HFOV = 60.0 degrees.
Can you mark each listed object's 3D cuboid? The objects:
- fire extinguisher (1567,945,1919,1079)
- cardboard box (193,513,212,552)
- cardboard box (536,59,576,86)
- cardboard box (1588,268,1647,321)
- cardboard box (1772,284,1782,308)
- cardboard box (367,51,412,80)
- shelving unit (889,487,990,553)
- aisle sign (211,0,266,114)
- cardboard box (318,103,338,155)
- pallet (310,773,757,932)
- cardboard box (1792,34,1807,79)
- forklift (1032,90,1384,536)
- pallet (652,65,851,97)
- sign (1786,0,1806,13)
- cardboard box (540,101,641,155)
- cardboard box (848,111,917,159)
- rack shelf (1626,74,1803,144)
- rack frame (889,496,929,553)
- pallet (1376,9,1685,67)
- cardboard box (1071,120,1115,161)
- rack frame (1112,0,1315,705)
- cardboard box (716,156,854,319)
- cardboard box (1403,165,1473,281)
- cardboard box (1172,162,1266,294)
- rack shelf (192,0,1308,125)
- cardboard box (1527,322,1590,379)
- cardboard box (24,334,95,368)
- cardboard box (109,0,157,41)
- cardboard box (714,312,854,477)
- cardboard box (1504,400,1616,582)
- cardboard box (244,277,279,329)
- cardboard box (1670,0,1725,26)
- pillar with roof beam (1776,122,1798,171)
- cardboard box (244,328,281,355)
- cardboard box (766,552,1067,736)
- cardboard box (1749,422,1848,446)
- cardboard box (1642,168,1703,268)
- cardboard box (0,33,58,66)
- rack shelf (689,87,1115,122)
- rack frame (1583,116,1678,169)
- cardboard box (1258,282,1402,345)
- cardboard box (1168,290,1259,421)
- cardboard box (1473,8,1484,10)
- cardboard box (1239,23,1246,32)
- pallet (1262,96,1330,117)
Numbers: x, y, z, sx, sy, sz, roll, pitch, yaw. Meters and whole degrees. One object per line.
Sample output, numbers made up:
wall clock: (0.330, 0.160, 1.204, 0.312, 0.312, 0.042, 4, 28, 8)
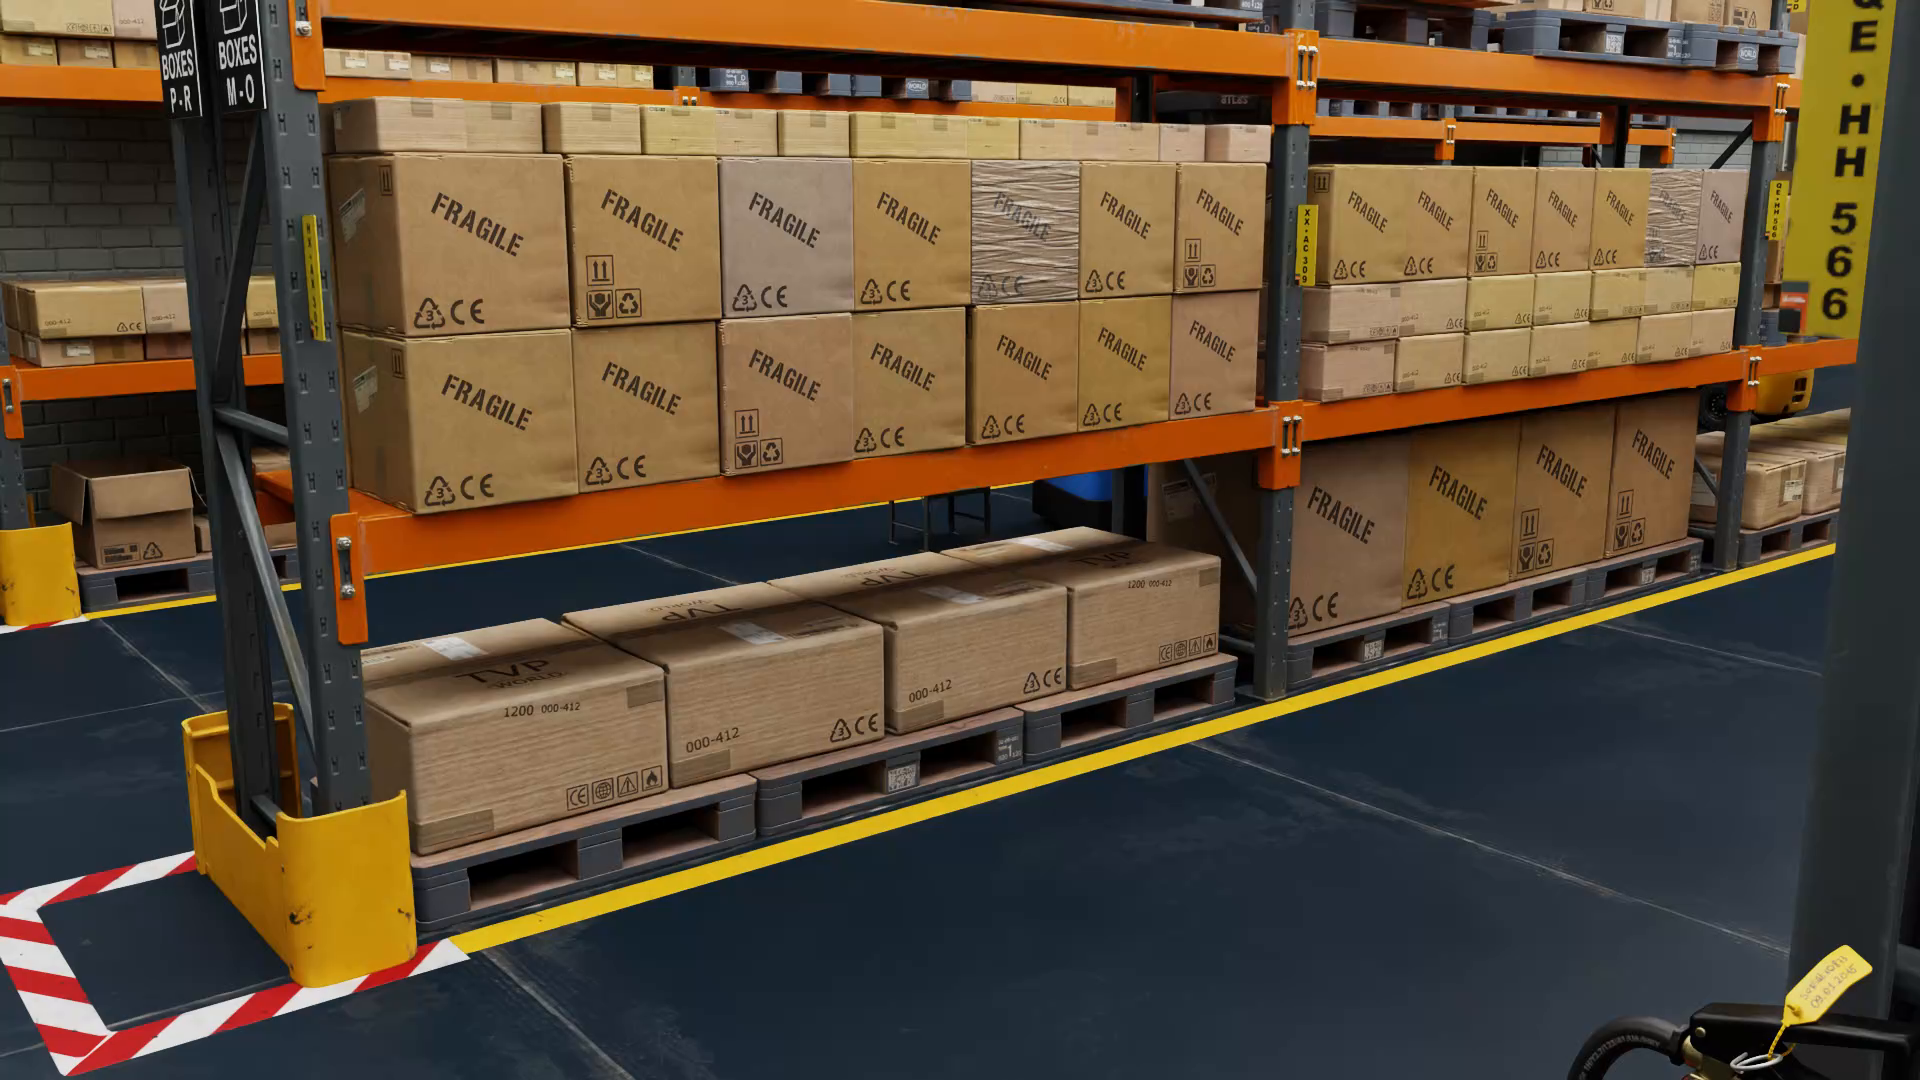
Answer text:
fire extinguisher: (0.639, 0.648, 1.438, 0.183, 0.674, 0.296, -9, 15, -38)
cardboard box: (-4.258, -0.048, 9.485, 0.250, 0.149, 0.380, -10, 16, -40)
cardboard box: (-2.532, -2.828, 10.110, 0.250, 0.149, 0.380, -9, 15, -36)
cardboard box: (3.195, -1.288, 8.630, 0.500, 0.250, 0.500, -10, 16, -39)
cardboard box: (4.811, -1.483, 9.987, 0.250, 0.149, 0.380, -11, 16, -41)
cardboard box: (-3.308, -2.689, 9.452, 0.250, 0.149, 0.380, -9, 15, -37)
shelving unit: (-0.129, -1.006, 10.310, 0.503, 2.100, 0.431, -9, 15, -38)
aisle sign: (-1.922, -1.535, 4.377, 0.004, 0.787, 0.394, -9, 15, -38)
cardboard box: (-1.892, -1.254, 5.103, 0.250, 0.149, 0.380, -9, 15, -37)
pallet: (-1.472, 0.928, 5.750, 1.213, 0.211, 1.003, -9, 15, -38)
cardboard box: (4.751, -2.806, 9.722, 0.258, 0.266, 0.396, -9, 15, -38)
forklift: (2.060, -1.566, 10.946, 3.031, 2.935, 1.130, -4, 13, -18)
pallet: (-1.475, -3.092, 11.199, 1.003, 0.211, 1.213, -9, 15, -38)
sign: (4.540, -3.025, 8.999, 0.005, 0.325, 0.100, -9, 15, -38)
cardboard box: (-1.162, -1.237, 5.022, 0.250, 0.149, 0.380, -9, 15, -36)
cardboard box: (-0.360, -1.370, 5.652, 0.250, 0.149, 0.380, -10, 16, -39)
rack shelf: (5.761, -2.733, 10.786, 4.000, 0.370, 1.077, -9, 15, -38)
rack frame: (-0.320, -0.974, 10.160, 0.015, 2.100, 0.400, -9, 15, -38)
pallet: (2.858, -2.495, 8.389, 1.213, 0.211, 1.003, -9, 15, -35)
cardboard box: (0.373, -1.519, 6.352, 0.250, 0.149, 0.380, -10, 15, -38)
rack frame: (1.076, -0.839, 7.357, 0.127, 3.000, 1.000, -9, 15, -38)
cardboard box: (-0.698, -1.010, 5.515, 0.500, 0.500, 0.500, -10, 15, -38)
cardboard box: (1.979, -1.458, 7.624, 0.500, 0.500, 0.500, -10, 15, -38)
cardboard box: (0.880, -1.271, 6.743, 0.500, 0.500, 0.500, -10, 15, -38)
rack shelf: (-0.486, -1.694, 5.898, 4.000, 0.370, 1.077, -9, 15, -38)
cardboard box: (2.794, -0.974, 8.356, 0.500, 0.250, 0.500, -10, 15, -39)
cardboard box: (-4.723, -0.999, 8.719, 0.250, 0.149, 0.380, -10, 15, -38)
cardboard box: (-4.250, -2.746, 8.763, 0.500, 0.250, 0.500, -9, 15, -37)
cardboard box: (-0.707, -0.517, 5.603, 0.500, 0.500, 0.500, -10, 15, -38)
cardboard box: (2.909, -0.333, 9.078, 0.875, 0.875, 0.875, -9, 15, -37)
cardboard box: (-3.841, -1.343, 9.378, 0.500, 0.250, 0.500, -10, 15, -39)
cardboard box: (3.545, -2.920, 8.685, 0.500, 0.500, 0.700, -10, 16, -40)
pillar with roof beam: (13.610, -6.271, 18.497, 0.400, 9.000, 9.100, -9, 15, -38)
cardboard box: (-3.930, -1.138, 9.371, 0.250, 0.149, 0.380, -9, 15, -37)
cardboard box: (-0.180, 0.390, 6.730, 0.875, 0.438, 0.875, -10, 16, -39)
cardboard box: (5.814, -0.544, 11.284, 0.625, 0.372, 0.950, -9, 15, -36)
cardboard box: (3.564, -1.718, 8.851, 0.500, 0.500, 0.500, -9, 15, -37)
cardboard box: (-4.757, -2.472, 8.433, 0.250, 0.149, 0.380, -9, 15, -36)
rack shelf: (-0.466, -3.018, 12.131, 4.000, 0.370, 1.077, -9, 15, -38)
rack frame: (7.343, -3.200, 18.479, 0.127, 3.000, 1.000, -9, 15, -38)
cardboard box: (1.596, -1.021, 7.374, 0.500, 0.250, 0.500, -10, 16, -39)
cardboard box: (0.874, -0.786, 6.868, 0.500, 0.500, 0.500, -9, 15, -37)
cardboard box: (2.459, -2.667, 8.296, 0.250, 0.166, 0.380, -8, 14, -33)
cardboard box: (2.145, -4.069, 13.855, 0.500, 0.500, 0.700, -10, 15, -39)
pallet: (2.441, -3.785, 14.467, 1.213, 0.211, 1.003, -9, 15, -35)
